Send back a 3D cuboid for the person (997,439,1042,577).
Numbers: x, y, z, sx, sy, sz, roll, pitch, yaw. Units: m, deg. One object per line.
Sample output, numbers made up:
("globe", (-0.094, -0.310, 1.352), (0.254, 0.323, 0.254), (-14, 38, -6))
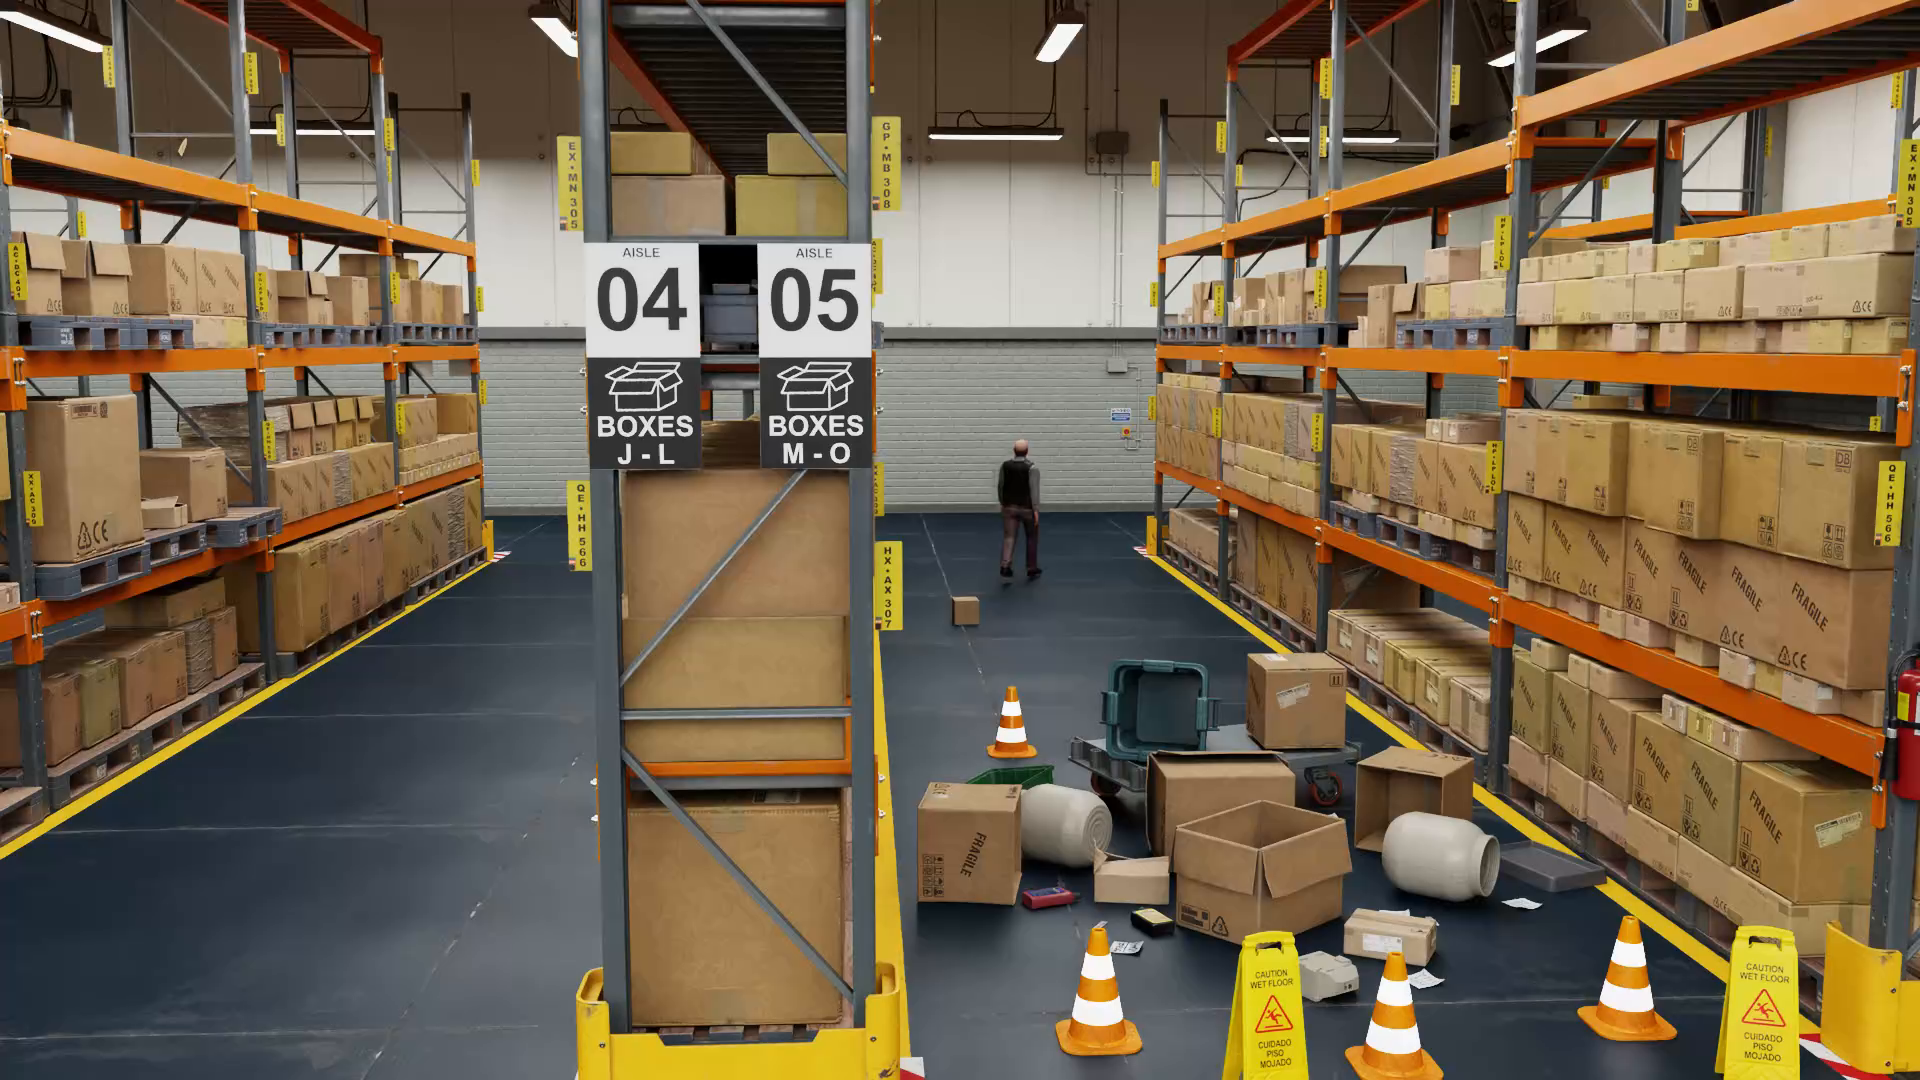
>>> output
("person", (0.716, -0.371, 19.972), (0.553, 1.681, 0.987), (2, 7, 18))
